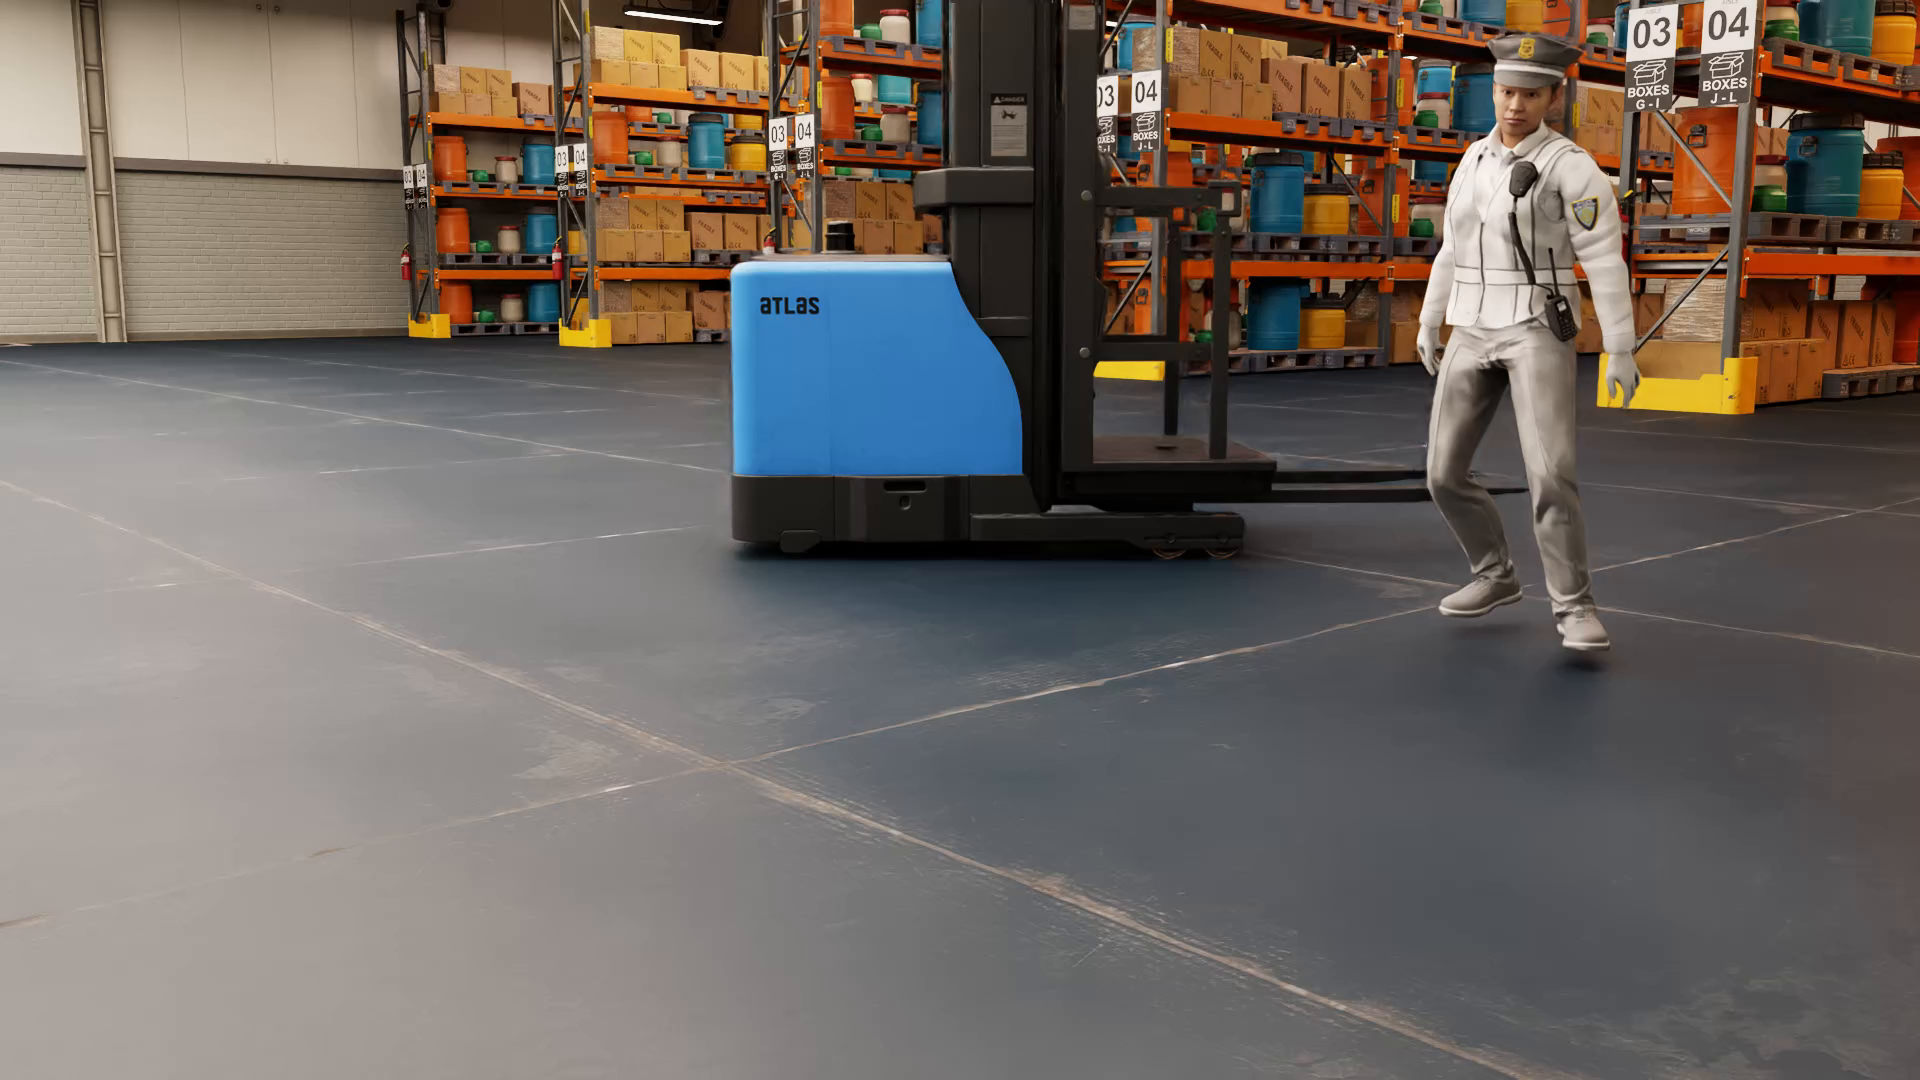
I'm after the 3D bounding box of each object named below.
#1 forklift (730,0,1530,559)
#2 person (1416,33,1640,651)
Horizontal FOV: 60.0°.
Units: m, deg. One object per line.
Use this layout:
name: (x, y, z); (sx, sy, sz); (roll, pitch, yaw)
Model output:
forklift: (0.654, -1.460, 6.393); (3.031, 2.935, 1.130); (0, 9, -3)
person: (1.538, -0.550, 4.594); (0.422, 1.602, 0.794); (-5, 10, -31)
